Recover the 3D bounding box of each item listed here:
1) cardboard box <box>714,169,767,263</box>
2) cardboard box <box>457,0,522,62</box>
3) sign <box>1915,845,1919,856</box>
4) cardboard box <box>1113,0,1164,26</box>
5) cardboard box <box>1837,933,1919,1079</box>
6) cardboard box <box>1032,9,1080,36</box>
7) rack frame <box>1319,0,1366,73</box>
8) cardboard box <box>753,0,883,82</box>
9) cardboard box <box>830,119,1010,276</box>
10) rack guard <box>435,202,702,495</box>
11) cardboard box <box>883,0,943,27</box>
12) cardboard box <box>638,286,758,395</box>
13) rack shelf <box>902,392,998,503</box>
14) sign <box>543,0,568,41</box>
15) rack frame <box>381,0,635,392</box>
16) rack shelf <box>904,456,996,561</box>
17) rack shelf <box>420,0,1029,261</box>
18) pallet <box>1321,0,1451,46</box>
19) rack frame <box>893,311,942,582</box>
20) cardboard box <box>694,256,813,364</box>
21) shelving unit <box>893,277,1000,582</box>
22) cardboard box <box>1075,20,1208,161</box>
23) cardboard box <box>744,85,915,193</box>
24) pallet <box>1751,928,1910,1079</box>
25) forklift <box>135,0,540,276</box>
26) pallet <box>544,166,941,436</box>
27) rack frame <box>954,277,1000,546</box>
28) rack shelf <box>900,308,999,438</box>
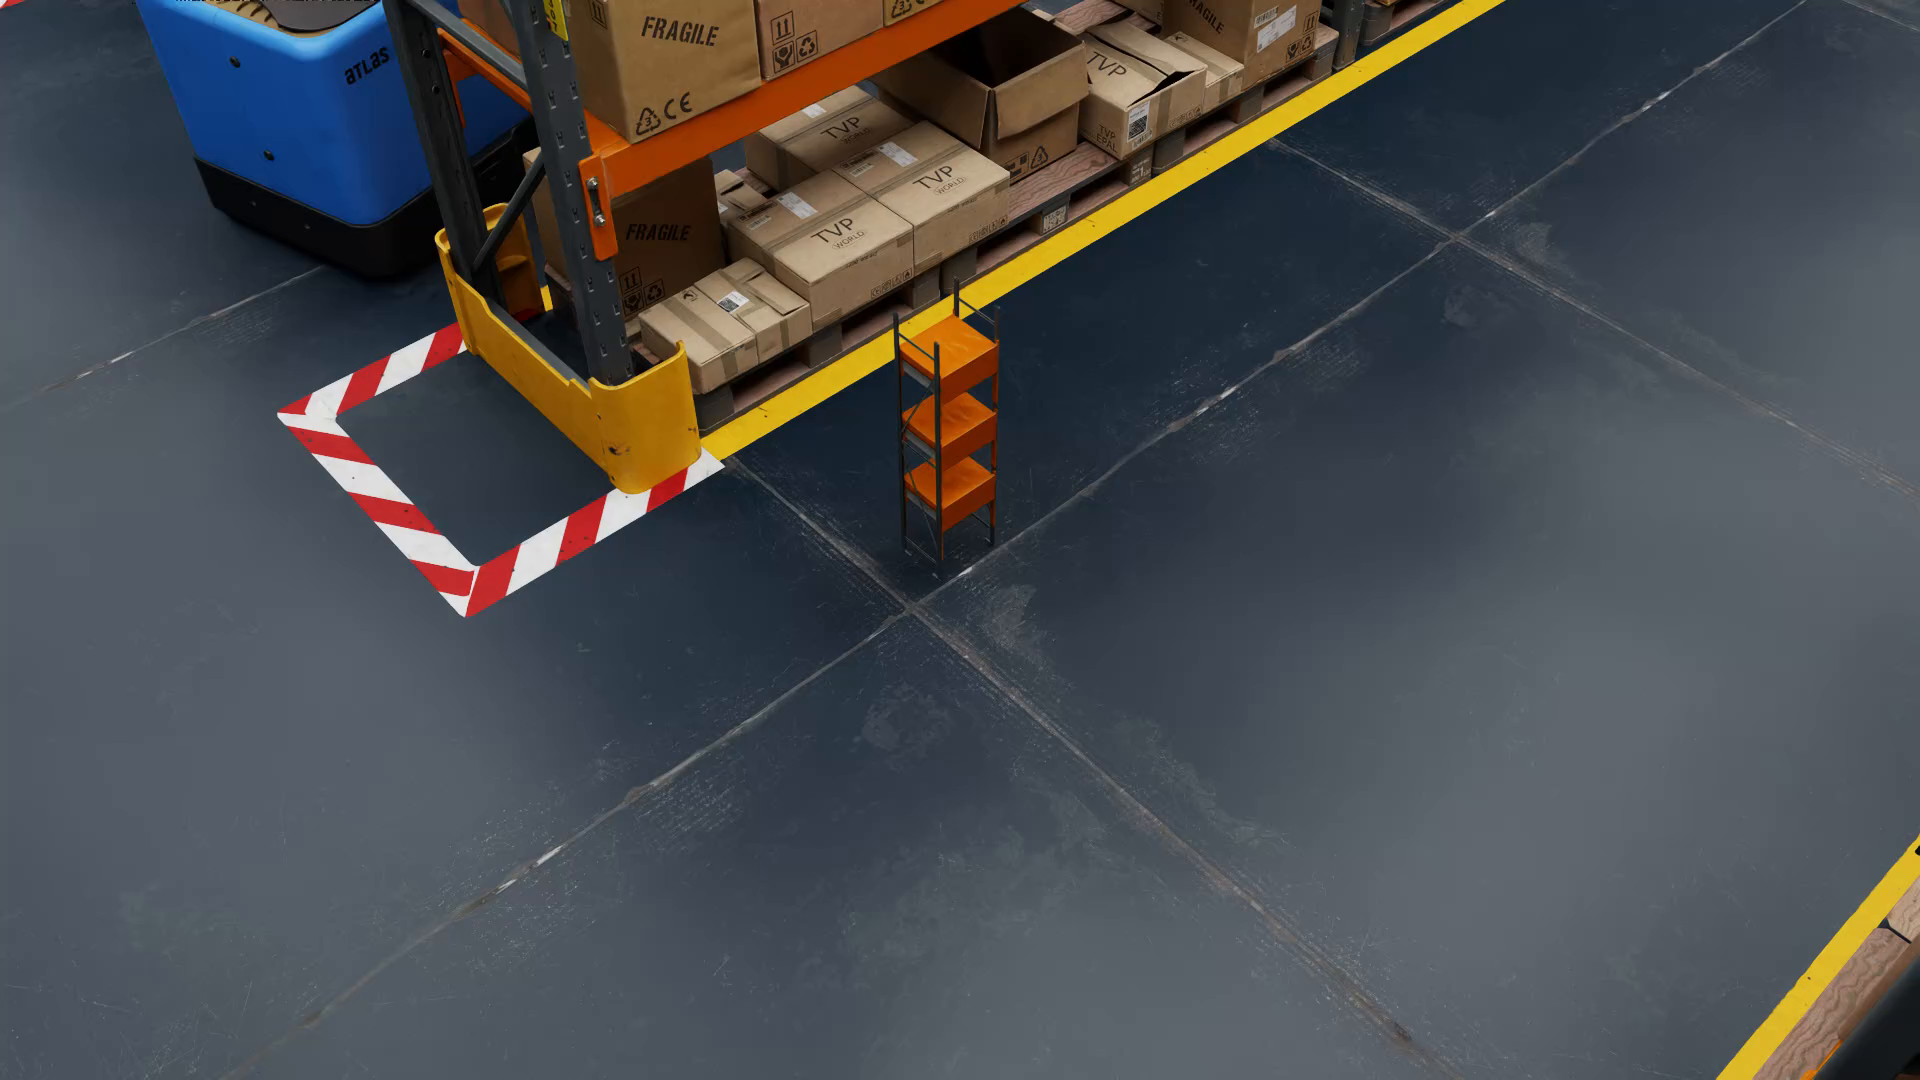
[{"bbox_3d":[-0.891,-1.266,6.506,0.250,0.166,0.380,-34,56,-27],"label":"cardboard box"},{"bbox_3d":[-1.340,-1.927,5.419,0.500,0.500,0.500,-32,55,-26],"label":"cardboard box"},{"bbox_3d":[1.492,0.393,2.397,0.005,0.325,0.100,-34,56,-27],"label":"sign"},{"bbox_3d":[1.015,-2.649,7.683,0.500,0.311,0.500,-34,56,-27],"label":"cardboard box"},{"bbox_3d":[2.218,0.809,2.759,0.700,0.700,0.980,-31,55,-26],"label":"cardboard box"},{"bbox_3d":[0.382,-2.167,7.337,0.250,0.166,0.380,-34,56,-27],"label":"cardboard box"},{"bbox_3d":[1.471,-3.501,6.940,0.127,3.000,1.000,-34,56,-27],"label":"rack frame"},{"bbox_3d":[-0.604,-1.892,5.386,0.500,0.500,0.500,-34,56,-27],"label":"cardboard box"},{"bbox_3d":[-0.155,-1.350,6.526,0.500,0.250,0.500,-34,56,-27],"label":"cardboard box"},{"bbox_3d":[-1.432,-0.714,6.068,0.348,0.500,1.175,-34,56,-27],"label":"rack guard"},{"bbox_3d":[-0.231,-2.138,5.614,0.500,0.500,0.500,-34,56,-27],"label":"cardboard box"},{"bbox_3d":[-0.947,-0.726,6.020,0.250,0.149,0.380,-34,56,-27],"label":"cardboard box"},{"bbox_3d":[-0.040,-0.322,5.348,0.240,0.259,0.215,-34,56,-27],"label":"rack shelf"},{"bbox_3d":[-1.123,-1.522,4.525,0.005,0.325,0.100,-34,56,-27],"label":"sign"},{"bbox_3d":[-1.488,-1.524,5.115,0.127,3.000,1.000,-34,56,-27],"label":"rack frame"},{"bbox_3d":[-0.040,-0.134,5.552,0.240,0.259,0.215,-34,56,-27],"label":"rack shelf"},{"bbox_3d":[-0.008,-2.269,6.292,4.000,0.370,1.077,-34,56,-27],"label":"rack shelf"},{"bbox_3d":[2.048,-2.979,8.355,1.213,0.211,1.003,-34,56,-27],"label":"pallet"},{"bbox_3d":[-0.130,-0.269,5.284,0.008,1.050,0.200,-34,56,-27],"label":"rack frame"},{"bbox_3d":[-0.762,-0.856,6.127,0.250,0.166,0.380,-34,56,-27],"label":"cardboard box"},{"bbox_3d":[-0.040,-0.330,5.340,0.252,1.050,0.215,-34,56,-27],"label":"shelving unit"},{"bbox_3d":[0.686,-1.932,7.022,0.500,0.311,0.500,-34,56,-27],"label":"cardboard box"},{"bbox_3d":[-0.528,-1.597,6.754,0.500,0.250,0.500,-34,56,-27],"label":"cardboard box"},{"bbox_3d":[2.386,1.676,4.060,1.213,0.211,1.003,-34,56,-27],"label":"pallet"},{"bbox_3d":[-1.945,-3.115,6.630,1.130,2.935,3.031,24,52,21],"label":"forklift"},{"bbox_3d":[-0.843,-1.010,6.539,1.213,0.211,1.003,-34,56,-27],"label":"pallet"},{"bbox_3d":[0.051,-0.390,5.395,0.008,1.050,0.200,-34,56,-27],"label":"rack frame"},{"bbox_3d":[-0.040,-0.515,5.139,0.240,0.259,0.215,-34,56,-27],"label":"rack shelf"}]
